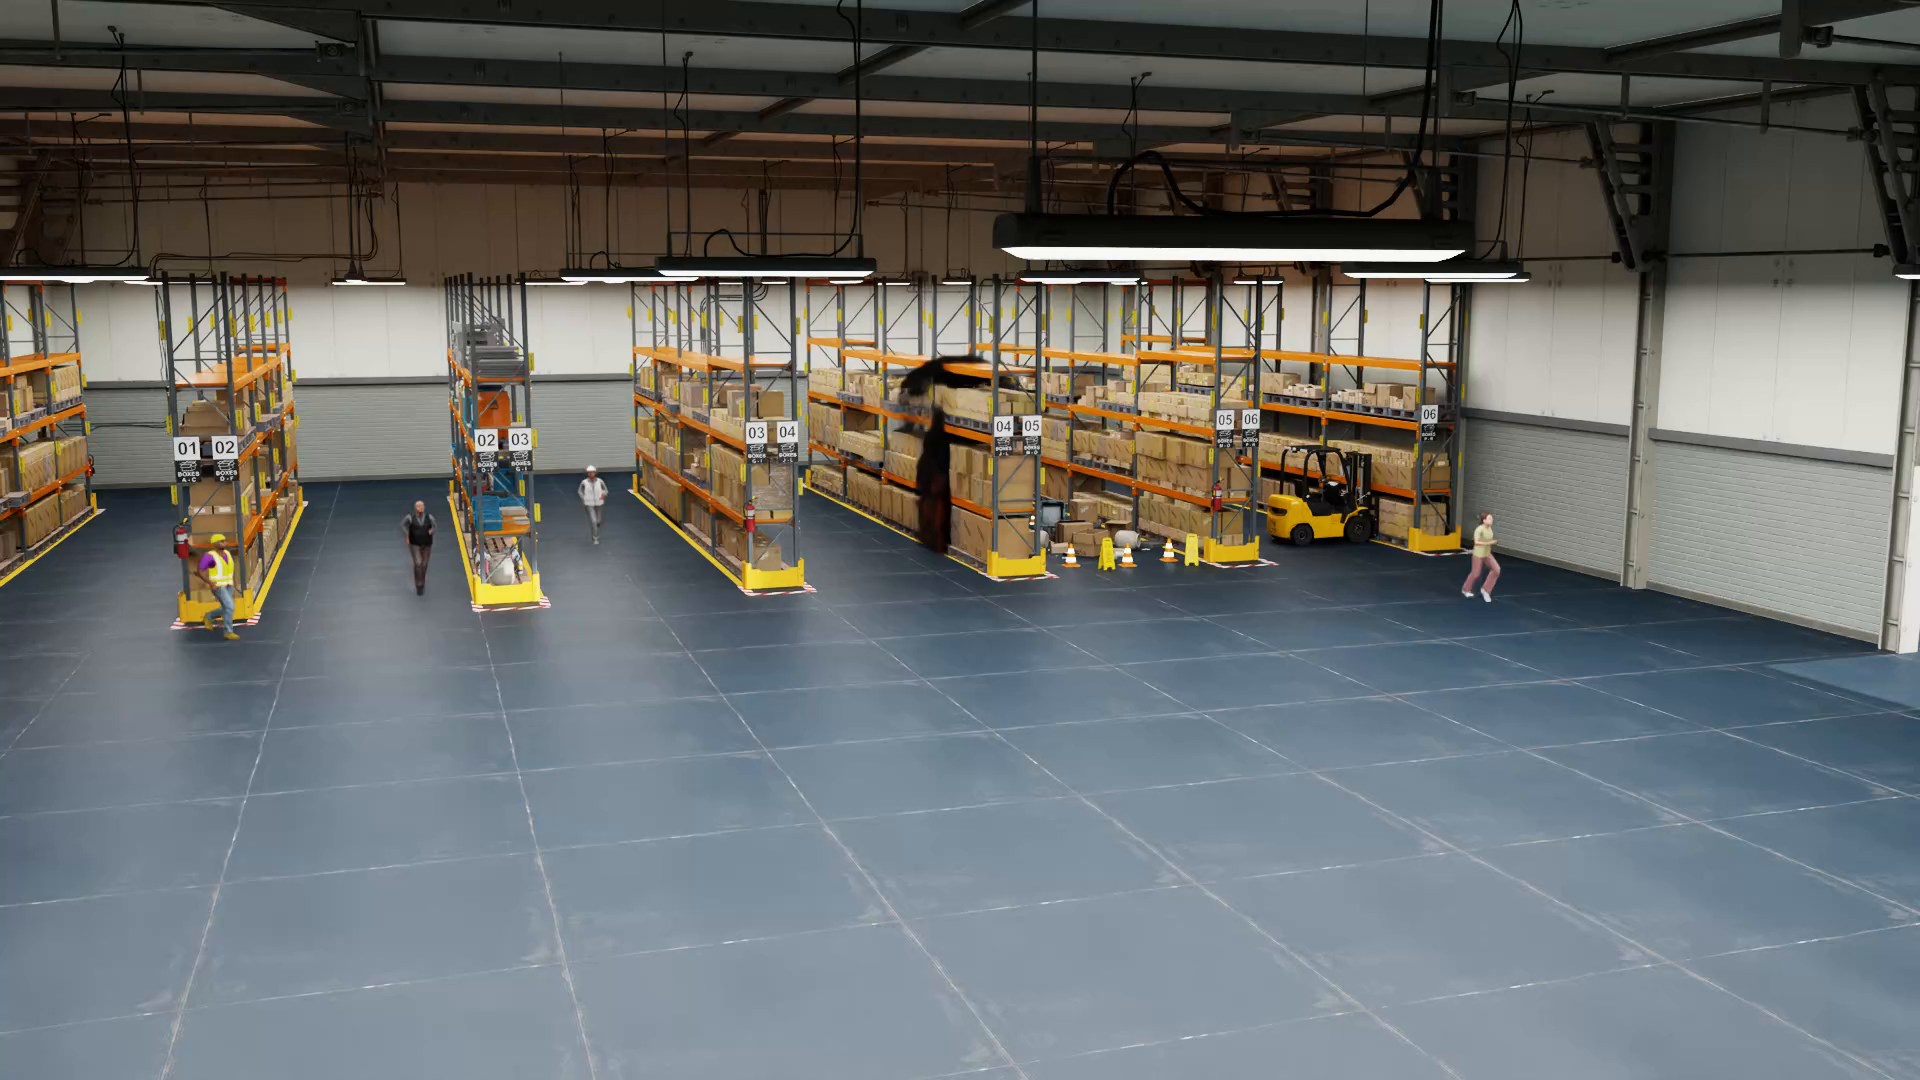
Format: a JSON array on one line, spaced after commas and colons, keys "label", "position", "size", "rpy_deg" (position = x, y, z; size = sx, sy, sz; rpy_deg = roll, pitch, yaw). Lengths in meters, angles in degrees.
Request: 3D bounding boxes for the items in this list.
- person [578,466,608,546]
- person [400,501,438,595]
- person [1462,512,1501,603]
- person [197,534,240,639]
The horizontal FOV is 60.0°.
[{"label": "person", "position": [-8.275, -0.794, 37.569], "size": [0.656, 1.772, 0.800], "rpy_deg": [-3, 9, -22]}, {"label": "person", "position": [-10.209, 0.144, 31.501], "size": [0.638, 1.784, 0.781], "rpy_deg": [-6, 10, -33]}, {"label": "person", "position": [9.574, 0.301, 30.579], "size": [0.602, 1.671, 0.796], "rpy_deg": [-6, 11, -35]}, {"label": "person", "position": [-12.224, 0.755, 27.442], "size": [0.757, 1.736, 0.726], "rpy_deg": [2, 9, 15]}]
